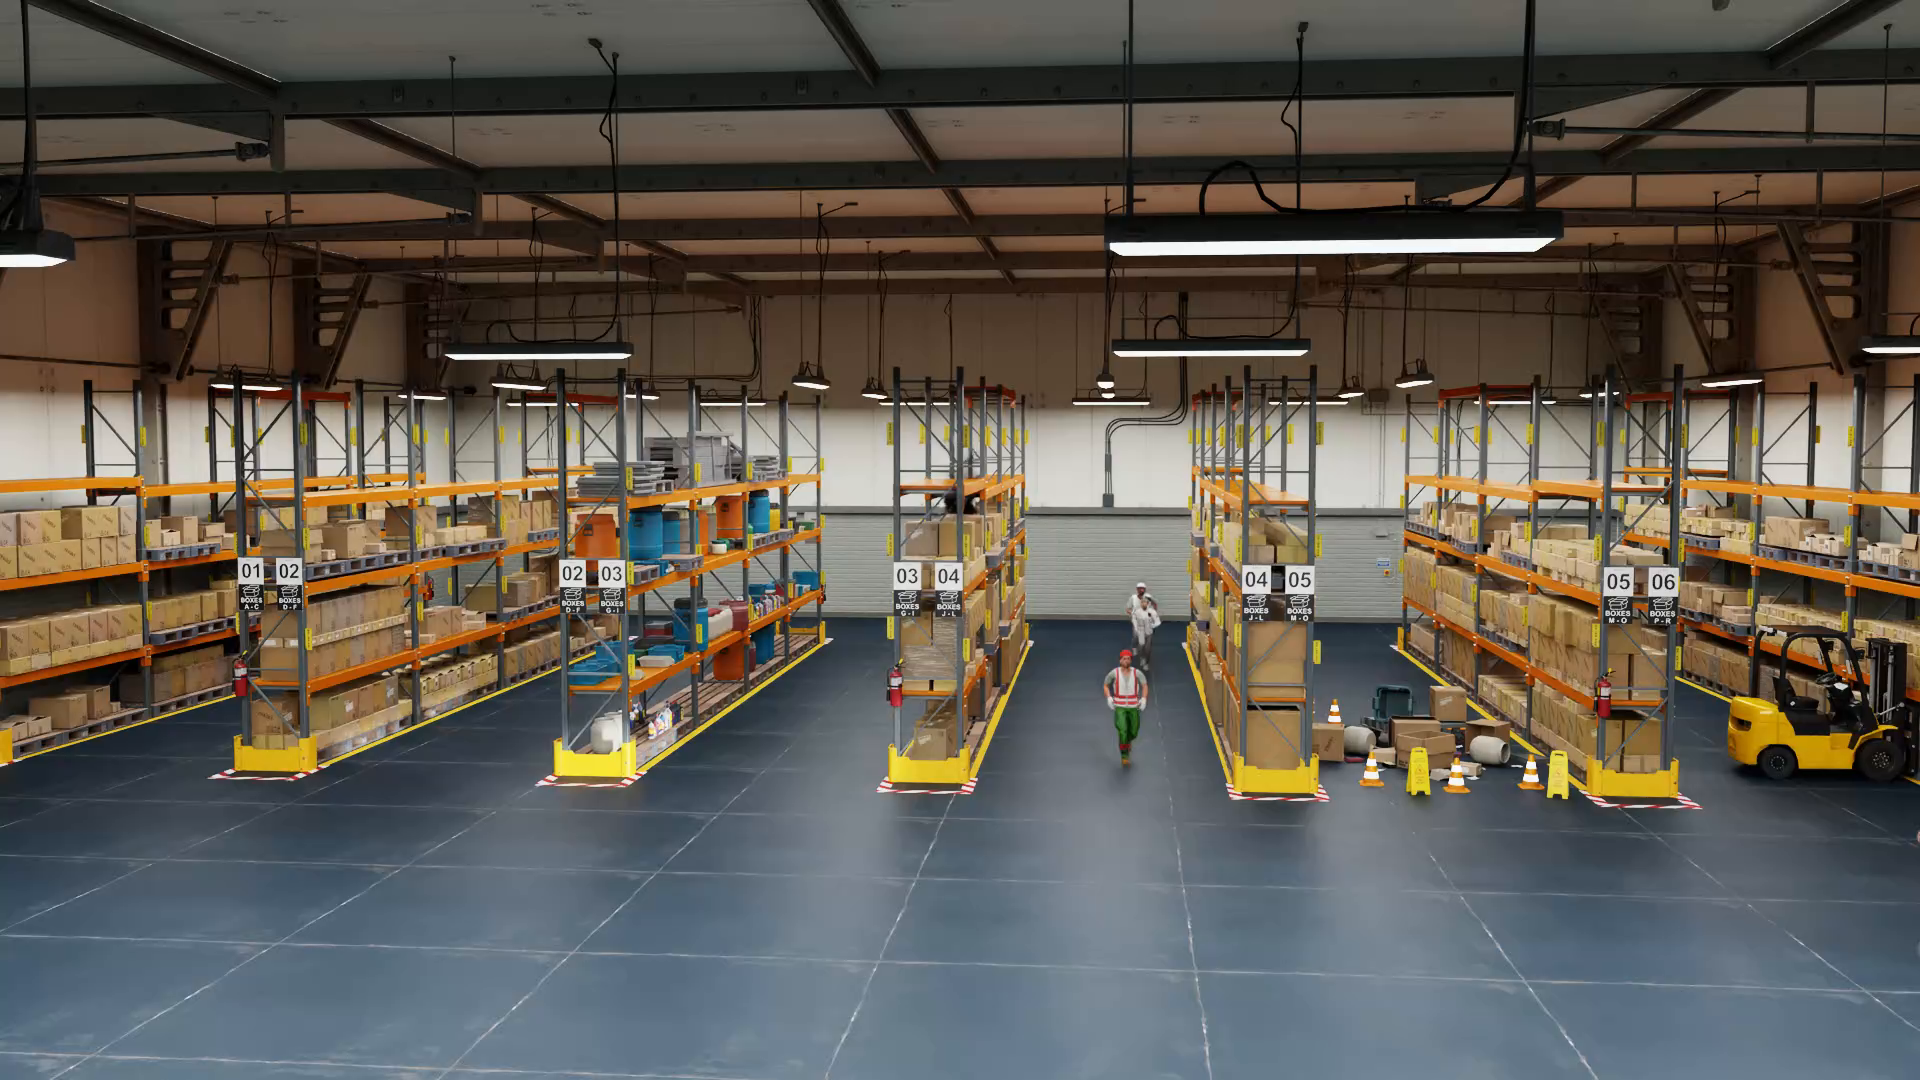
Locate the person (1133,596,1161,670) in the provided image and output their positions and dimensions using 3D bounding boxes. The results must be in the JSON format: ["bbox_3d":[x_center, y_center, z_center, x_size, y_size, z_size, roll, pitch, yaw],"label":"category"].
[{"bbox_3d":[3.893,1.956,34.736,0.603,1.615,0.898,1,4,11],"label":"person"}]

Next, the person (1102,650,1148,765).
[{"bbox_3d":[2.521,2.544,25.479,0.677,1.747,0.724,0,4,-2],"label":"person"}]

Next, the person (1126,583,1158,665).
[{"bbox_3d":[4.026,1.829,36.830,0.691,1.784,0.970,0,4,6],"label":"person"}]
